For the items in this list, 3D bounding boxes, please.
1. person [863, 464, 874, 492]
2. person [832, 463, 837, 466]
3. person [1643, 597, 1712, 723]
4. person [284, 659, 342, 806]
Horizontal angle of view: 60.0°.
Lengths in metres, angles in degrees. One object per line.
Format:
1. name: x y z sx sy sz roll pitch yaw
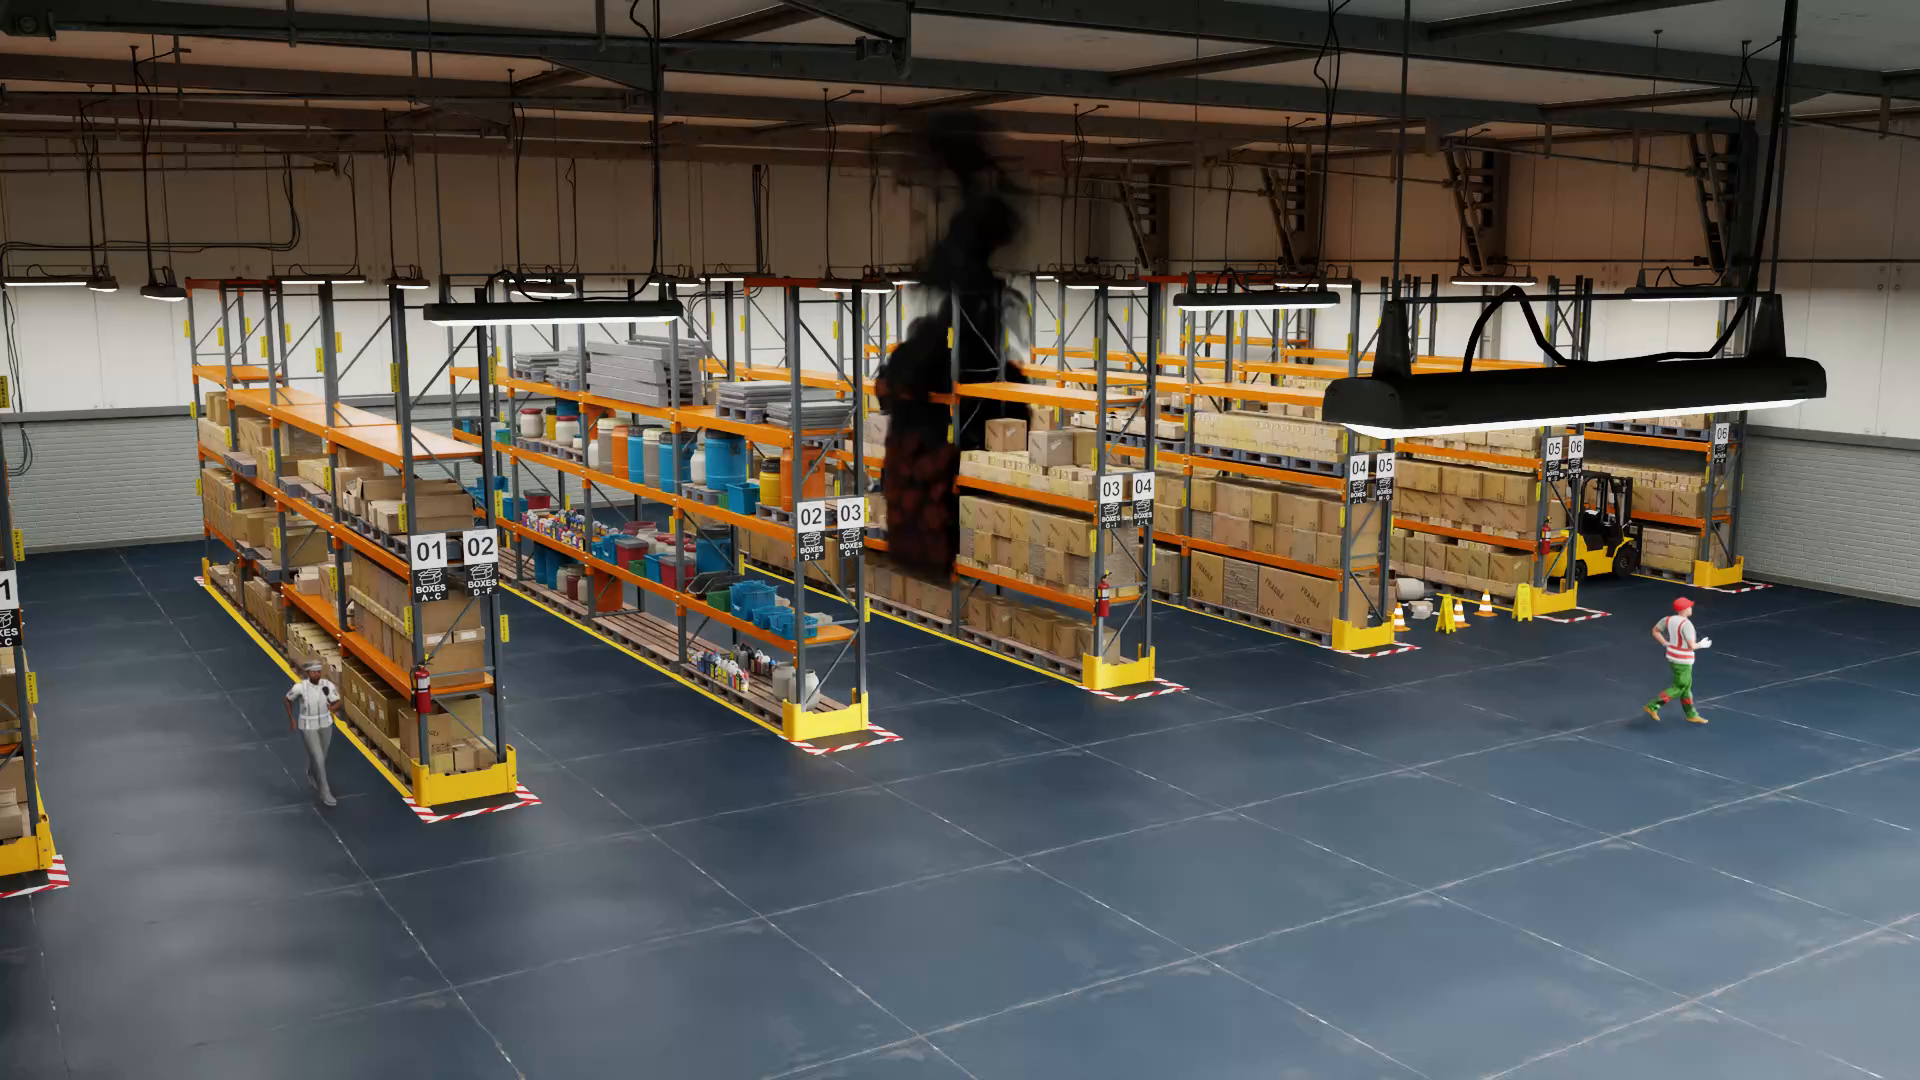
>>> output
1. person: -2.300 -0.943 38.235 0.676 1.804 0.862 -4 10 -21
2. person: -3.064 -1.024 39.460 0.555 1.598 0.726 -3 10 -16
3. person: 9.799 1.655 22.633 0.988 1.783 0.654 -1 10 -5
4. person: -7.603 2.212 19.626 0.567 1.697 0.933 -9 13 -42
